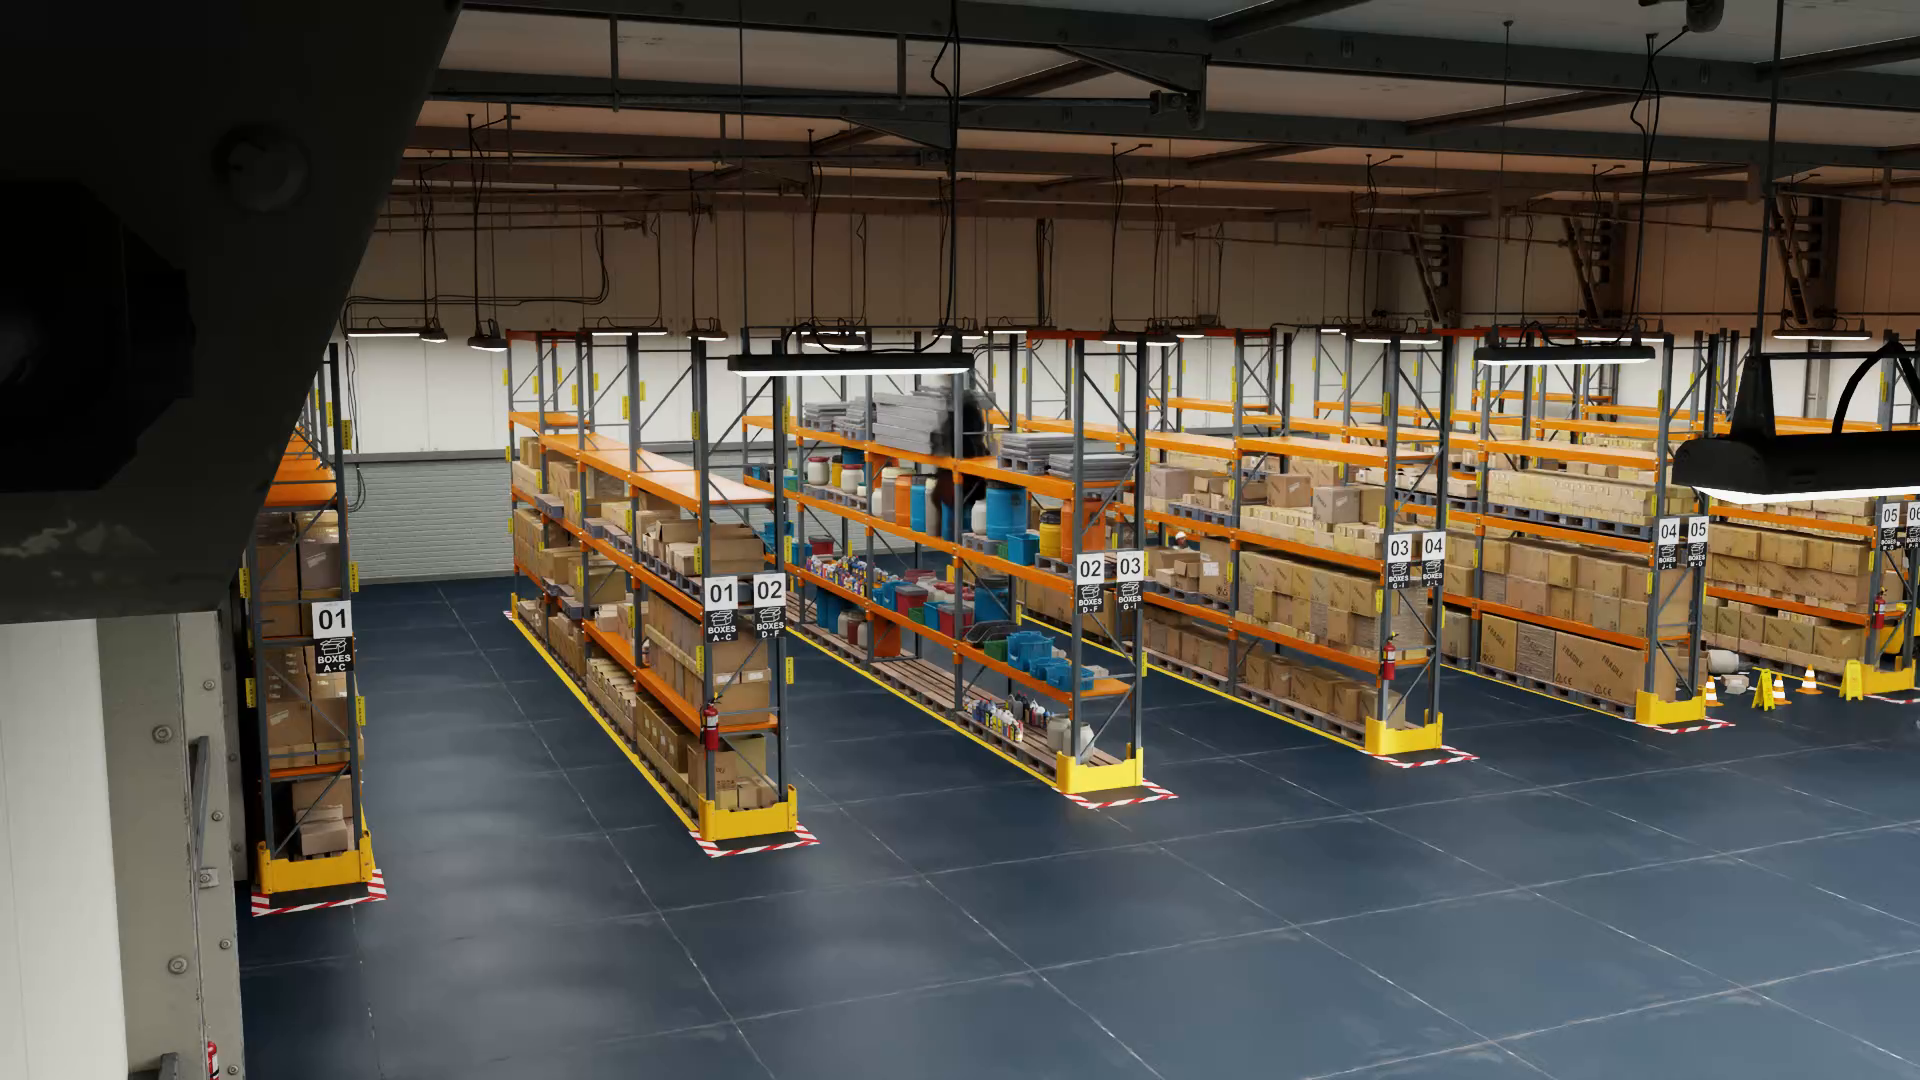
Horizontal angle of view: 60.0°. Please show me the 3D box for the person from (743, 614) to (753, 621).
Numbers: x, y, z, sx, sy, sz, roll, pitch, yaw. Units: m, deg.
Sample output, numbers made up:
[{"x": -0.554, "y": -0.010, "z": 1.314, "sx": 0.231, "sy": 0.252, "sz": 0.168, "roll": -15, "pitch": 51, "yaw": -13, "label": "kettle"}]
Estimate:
[{"x": -3.712, "y": 1.524, "z": 28.423, "sx": 0.580, "sy": 1.592, "sz": 0.848, "roll": -4, "pitch": 9, "yaw": -27, "label": "person"}]

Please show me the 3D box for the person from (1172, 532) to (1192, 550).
[{"x": 4.699, "y": 0.688, "z": 35.303, "sx": 0.661, "sy": 1.731, "sz": 0.585, "roll": -3, "pitch": 8, "yaw": -22, "label": "person"}]
